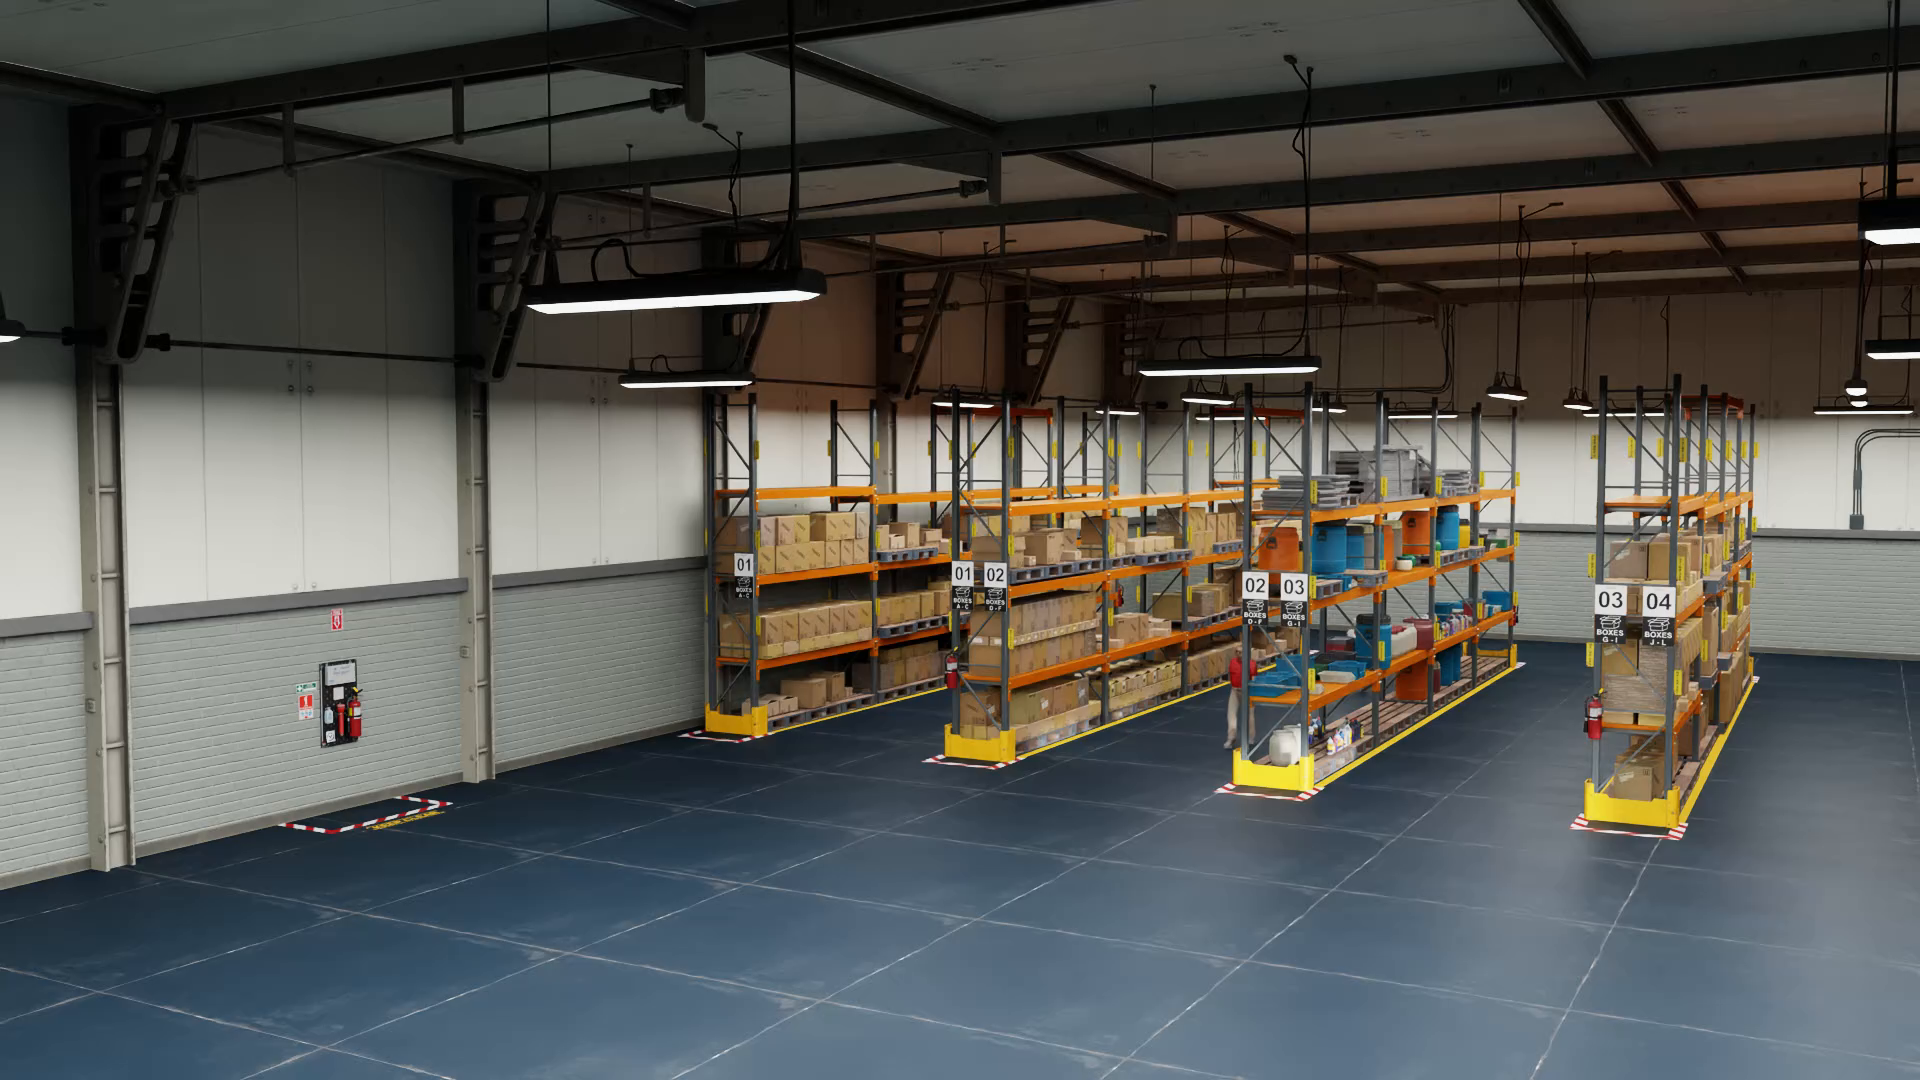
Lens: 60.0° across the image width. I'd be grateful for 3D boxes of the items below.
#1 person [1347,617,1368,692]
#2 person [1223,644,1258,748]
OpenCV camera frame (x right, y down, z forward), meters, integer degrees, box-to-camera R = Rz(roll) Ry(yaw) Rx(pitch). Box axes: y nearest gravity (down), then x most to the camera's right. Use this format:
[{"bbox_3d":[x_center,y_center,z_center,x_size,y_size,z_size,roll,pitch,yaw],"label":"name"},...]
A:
[{"bbox_3d":[8.279,2.363,34.248,0.666,1.580,0.733,3,4,39],"label":"person"},{"bbox_3d":[4.749,2.626,28.090,0.586,1.740,0.688,2,4,39],"label":"person"}]
